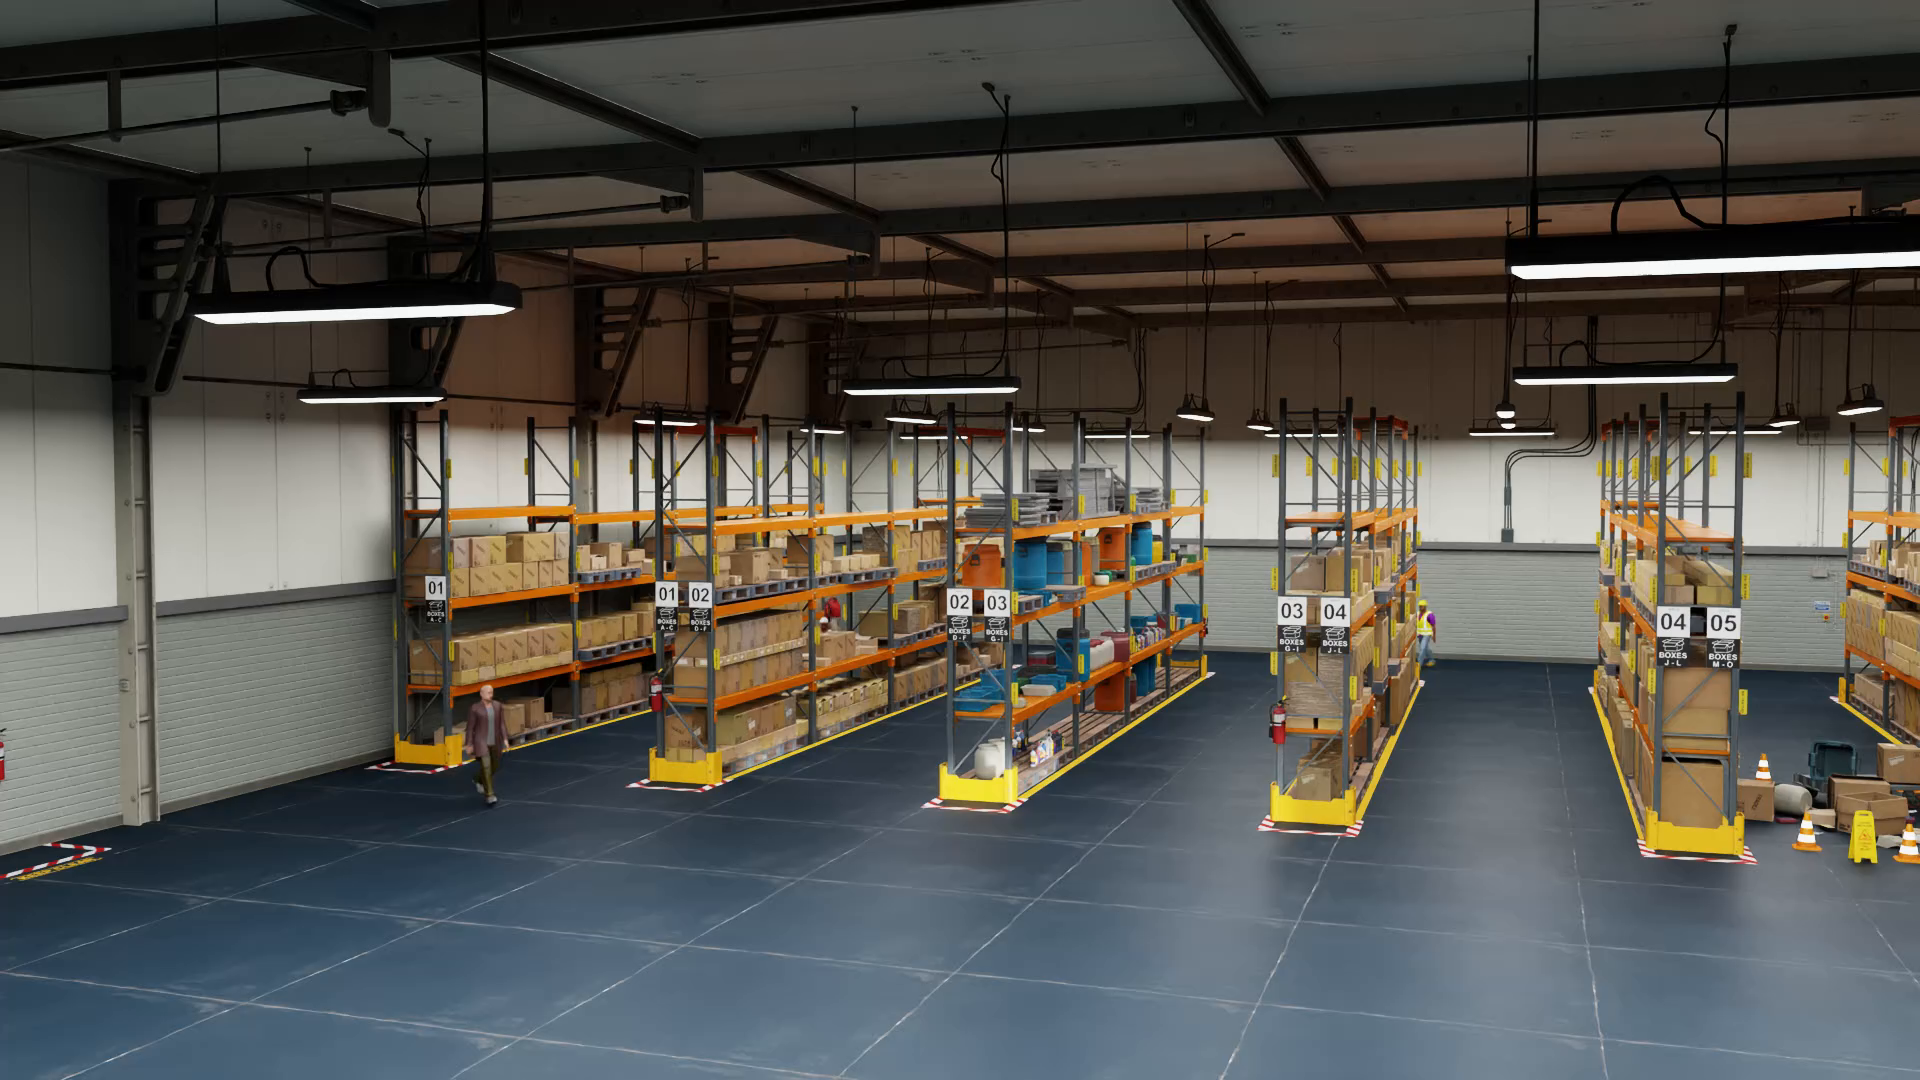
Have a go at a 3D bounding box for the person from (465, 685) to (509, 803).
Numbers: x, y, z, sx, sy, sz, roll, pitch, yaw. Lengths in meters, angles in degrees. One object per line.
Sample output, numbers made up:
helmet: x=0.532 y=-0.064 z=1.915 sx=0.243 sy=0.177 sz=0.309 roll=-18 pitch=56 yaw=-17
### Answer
person: x=-7.141 y=3.050 z=25.082 sx=1.053 sy=1.740 sz=0.626 roll=2 pitch=3 yaw=45

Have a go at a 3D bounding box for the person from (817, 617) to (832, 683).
person: x=-2.985 y=2.561 z=36.147 sx=0.588 sy=1.769 sz=0.867 roll=0 pitch=2 yaw=3

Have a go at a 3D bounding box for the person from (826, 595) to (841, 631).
person: x=-3.450 y=2.215 z=44.699 sx=0.683 sy=1.707 sz=0.528 roll=1 pitch=3 yaw=19

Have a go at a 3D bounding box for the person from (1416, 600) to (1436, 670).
person: x=11.532 y=2.347 z=41.412 sx=1.098 sy=1.699 sz=0.622 roll=-2 pitch=3 yaw=-36
